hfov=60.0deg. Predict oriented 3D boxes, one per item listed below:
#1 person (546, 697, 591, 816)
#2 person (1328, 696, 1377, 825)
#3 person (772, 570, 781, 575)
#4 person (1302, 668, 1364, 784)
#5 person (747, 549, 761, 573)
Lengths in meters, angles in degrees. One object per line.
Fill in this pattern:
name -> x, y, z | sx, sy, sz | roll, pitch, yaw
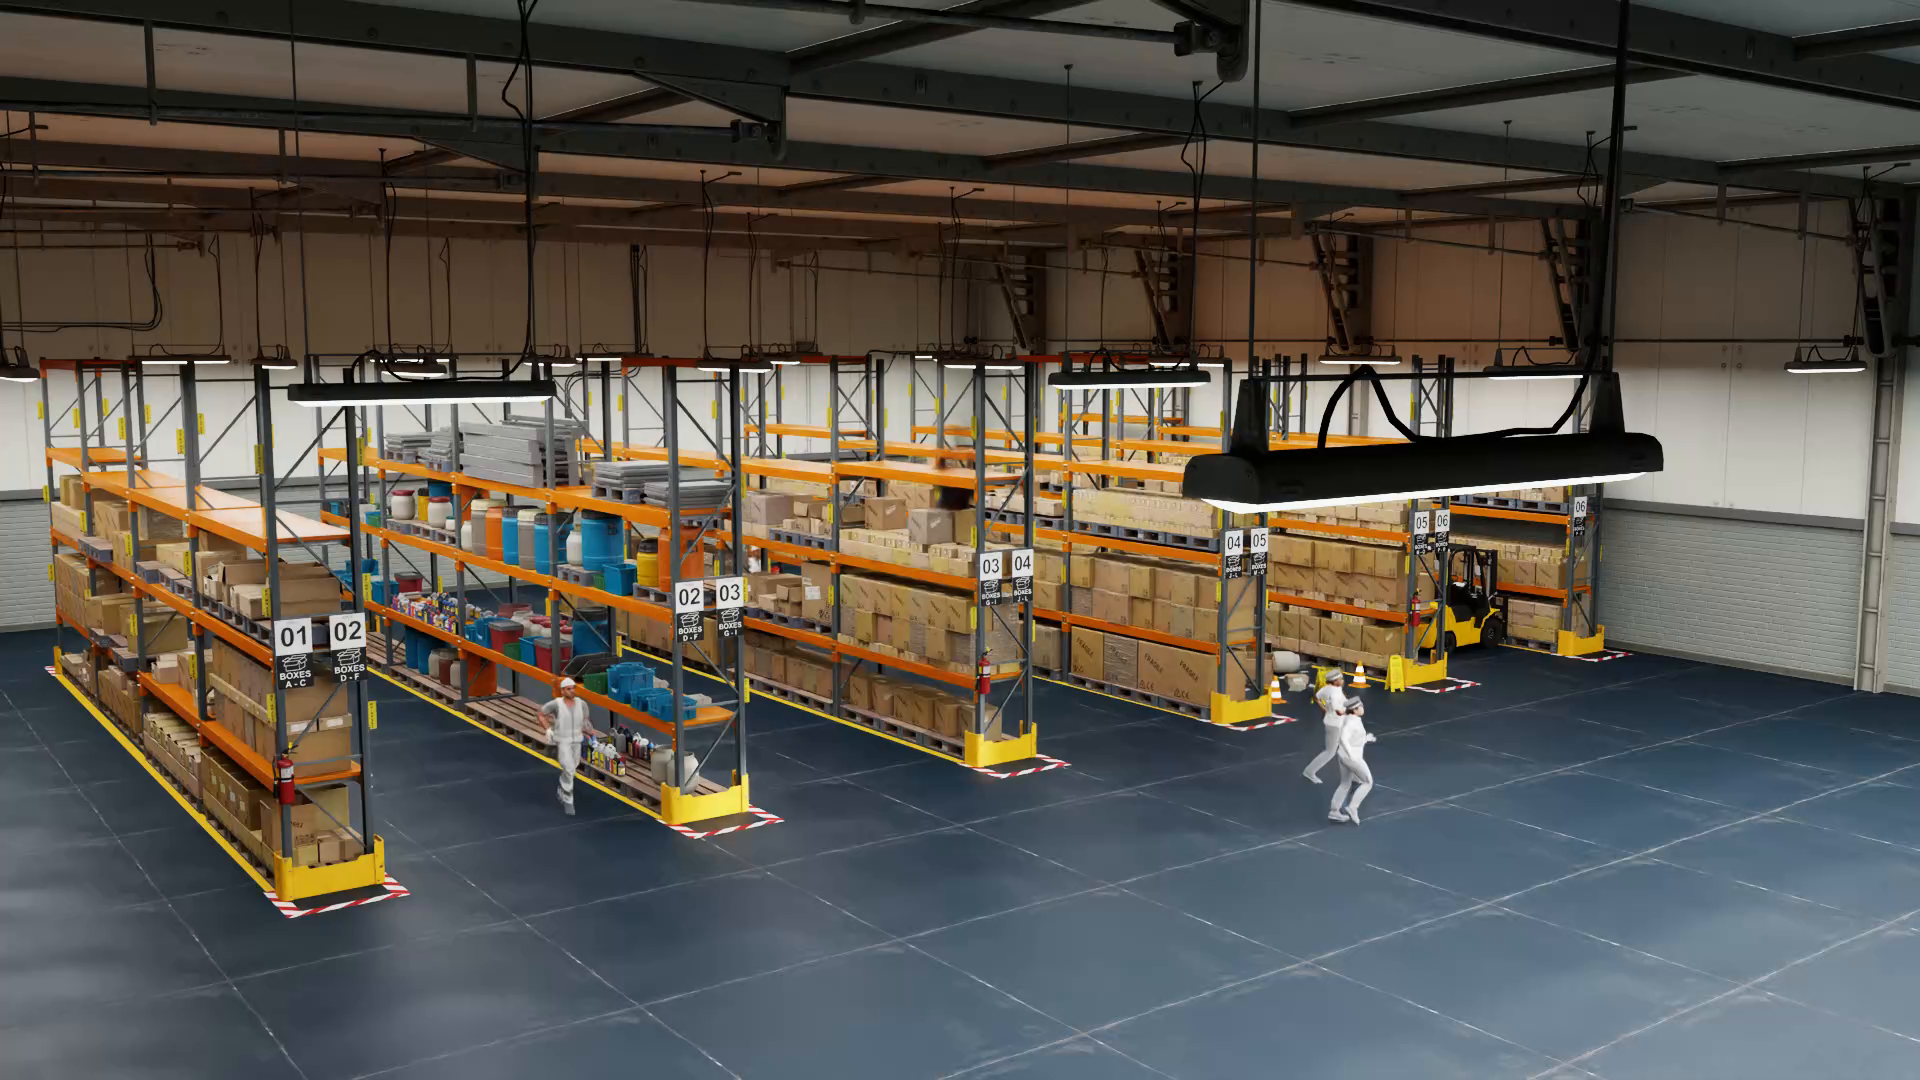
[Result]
person -> -5.297, 2.890, 22.398 | 0.512, 1.602, 0.784 | -6, 9, -41
person -> 5.174, 2.885, 21.878 | 0.667, 1.710, 0.584 | -1, 7, -7
person -> -3.699, 1.311, 33.743 | 0.723, 1.474, 0.513 | -4, 8, -32
person -> 5.349, 2.655, 23.653 | 0.935, 1.706, 0.379 | 1, 7, 4
person -> -4.551, 0.590, 37.307 | 0.522, 0.856, 0.538 | -6, 9, -40
